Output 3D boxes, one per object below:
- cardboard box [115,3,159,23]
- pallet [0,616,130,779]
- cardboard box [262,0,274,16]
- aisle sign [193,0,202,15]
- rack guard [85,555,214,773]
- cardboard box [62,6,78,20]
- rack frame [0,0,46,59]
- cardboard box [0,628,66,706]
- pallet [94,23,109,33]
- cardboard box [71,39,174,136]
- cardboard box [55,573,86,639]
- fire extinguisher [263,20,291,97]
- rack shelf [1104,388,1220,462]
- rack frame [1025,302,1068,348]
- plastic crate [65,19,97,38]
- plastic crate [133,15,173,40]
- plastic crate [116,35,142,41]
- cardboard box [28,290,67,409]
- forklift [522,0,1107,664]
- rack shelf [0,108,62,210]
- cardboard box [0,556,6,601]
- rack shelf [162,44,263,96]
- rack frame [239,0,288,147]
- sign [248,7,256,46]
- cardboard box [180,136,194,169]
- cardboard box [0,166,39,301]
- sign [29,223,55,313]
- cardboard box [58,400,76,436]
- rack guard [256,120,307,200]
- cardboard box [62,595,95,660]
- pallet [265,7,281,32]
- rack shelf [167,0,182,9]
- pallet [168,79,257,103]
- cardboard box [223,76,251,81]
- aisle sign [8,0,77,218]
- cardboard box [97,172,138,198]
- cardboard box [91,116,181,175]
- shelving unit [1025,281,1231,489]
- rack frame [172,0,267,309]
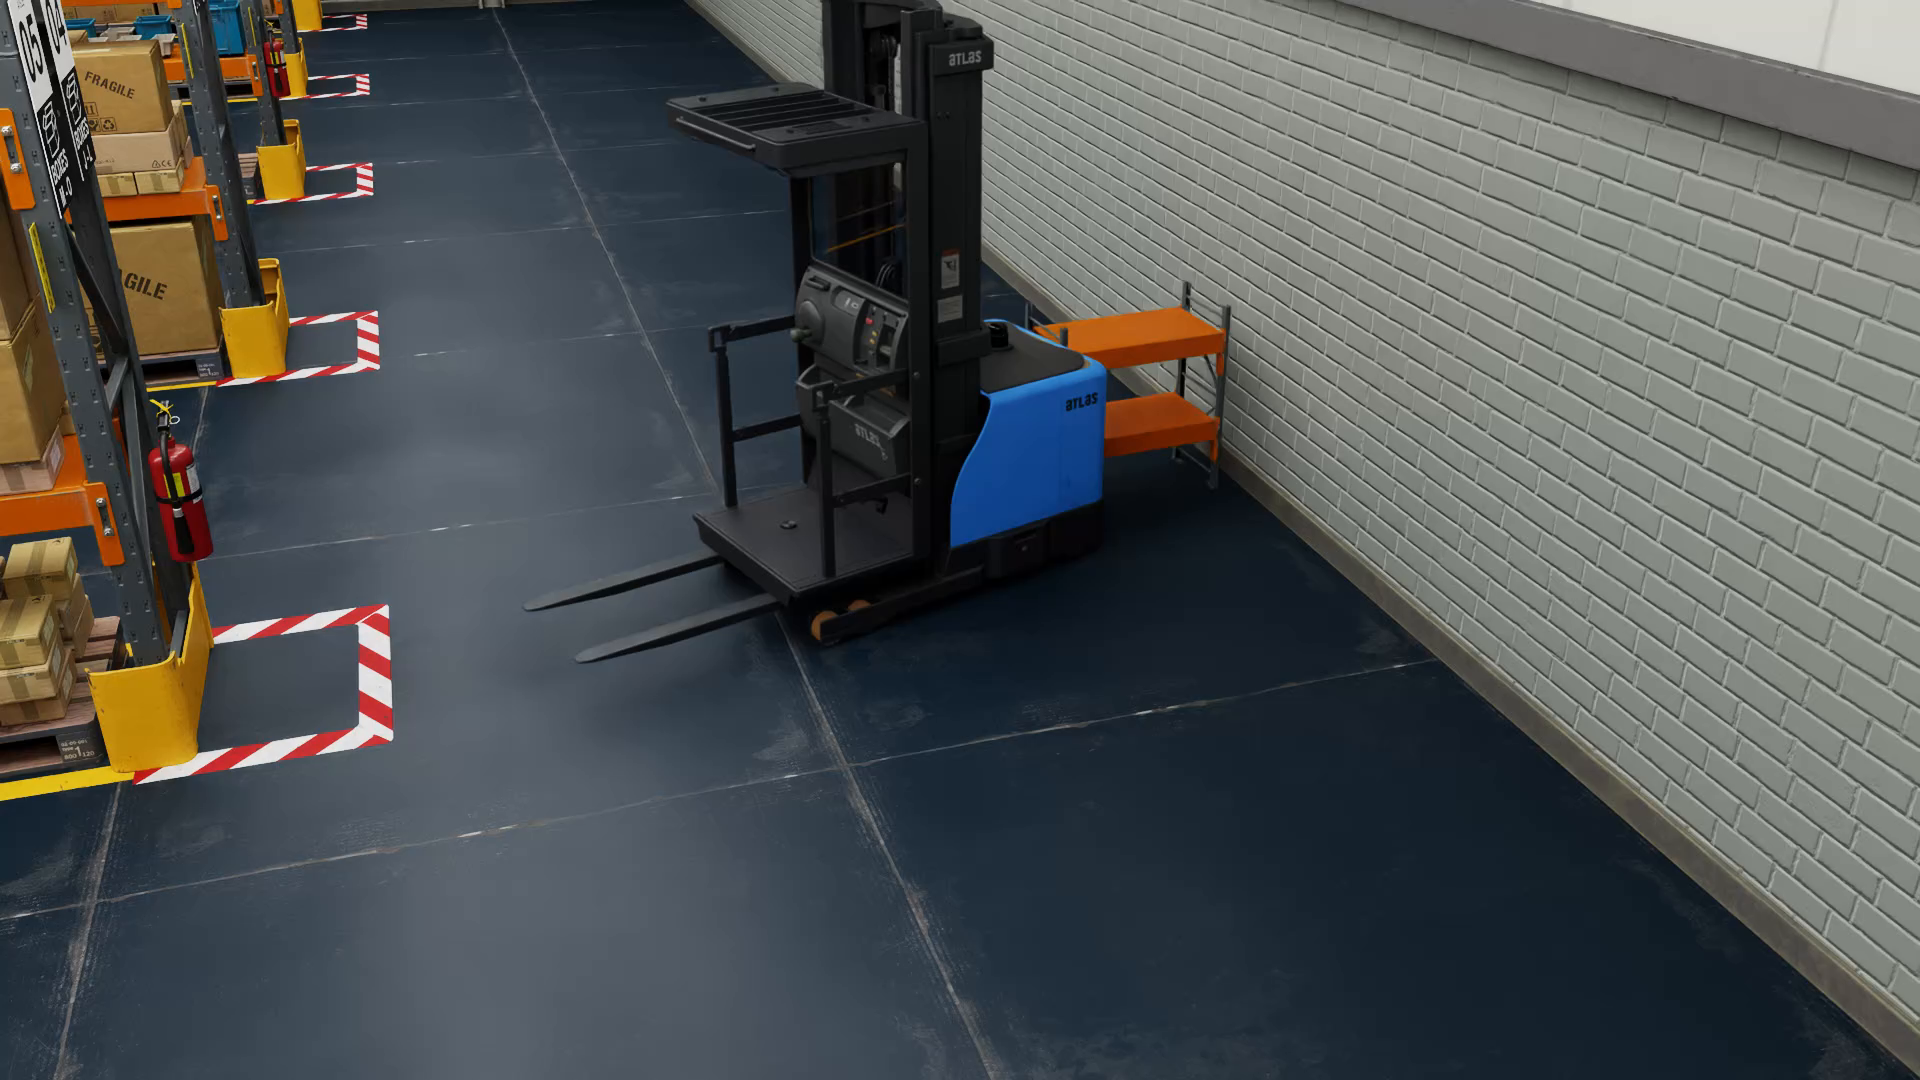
[{"bbox_3d":[-11.758,-7.714,23.753,0.500,0.500,0.700,-8,27,-15],"label":"cardboard box"},{"bbox_3d":[-4.479,0.751,7.499,1.213,0.211,1.003,-8,28,-16],"label":"pallet"},{"bbox_3d":[-10.299,-7.929,24.187,0.500,0.500,0.700,-8,28,-16],"label":"cardboard box"},{"bbox_3d":[-4.902,-3.764,10.534,0.004,0.787,0.394,-8,28,-16],"label":"aisle sign"},{"bbox_3d":[-3.695,0.525,7.630,0.348,0.500,1.175,-8,28,-16],"label":"rack guard"},{"bbox_3d":[-12.725,-7.576,23.476,0.500,0.500,0.700,-8,27,-15],"label":"cardboard box"},{"bbox_3d":[-3.623,-3.292,5.761,0.127,3.000,1.000,-8,28,-16],"label":"rack frame"},{"bbox_3d":[-4.037,0.544,7.180,0.250,0.149,0.380,-9,28,-17],"label":"cardboard box"},{"bbox_3d":[-12.721,-7.271,23.658,1.213,0.211,1.003,-8,28,-16],"label":"pallet"},{"bbox_3d":[-5.445,-2.940,10.789,0.500,0.500,0.500,-8,27,-15],"label":"cardboard box"},{"bbox_3d":[-4.201,0.314,7.643,0.250,0.149,0.380,-7,27,-14],"label":"cardboard box"},{"bbox_3d":[-6.313,-4.437,15.321,0.183,0.674,0.296,-8,28,-16],"label":"fire extinguisher"},{"bbox_3d":[0.950,-0.608,9.761,1.000,0.278,0.538,-10,28,-20],"label":"rack shelf"},{"bbox_3d":[0.480,-0.741,9.478,0.032,1.125,0.500,-10,28,-20],"label":"rack frame"},{"bbox_3d":[-8.186,-4.686,15.436,0.300,0.233,0.416,-8,28,-16],"label":"plastic crate"},{"bbox_3d":[-7.560,-4.777,15.619,0.300,0.233,0.416,-8,28,-16],"label":"plastic crate"},{"bbox_3d":[-7.596,-4.496,15.163,0.243,0.136,0.396,-8,28,-16],"label":"plastic crate"},{"bbox_3d":[-4.136,-0.838,7.118,0.500,0.500,0.500,-7,27,-14],"label":"cardboard box"},{"bbox_3d":[-0.708,-1.061,8.092,3.031,2.935,1.130,-18,31,-31],"label":"forklift"},{"bbox_3d":[-5.525,-1.351,6.034,4.000,0.370,1.077,-8,28,-16],"label":"rack shelf"},{"bbox_3d":[-4.451,0.235,7.469,0.250,0.149,0.380,-8,27,-15],"label":"cardboard box"},{"bbox_3d":[-8.499,-4.213,15.171,4.000,0.370,1.077,-8,28,-16],"label":"rack shelf"},{"bbox_3d":[-6.597,-4.810,15.566,0.127,3.000,1.000,-8,28,-16],"label":"rack frame"},{"bbox_3d":[-6.411,-4.653,15.066,0.005,0.325,0.100,-8,28,-16],"label":"sign"},{"bbox_3d":[-5.503,-2.694,11.586,0.250,0.149,0.380,-8,27,-16],"label":"cardboard box"},{"bbox_3d":[-4.132,-1.281,6.886,0.500,0.500,0.500,-8,28,-16],"label":"cardboard box"},{"bbox_3d":[-3.470,-1.028,6.289,0.005,0.325,0.100,-8,28,-16],"label":"sign"},{"bbox_3d":[-4.033,-0.586,7.341,0.250,0.149,0.380,-8,28,-17],"label":"cardboard box"},{"bbox_3d":[-6.578,-3.699,16.139,0.348,0.500,1.175,-8,28,-16],"label":"rack guard"},{"bbox_3d":[-4.220,0.421,7.763,0.250,0.149,0.380,-8,27,-15],"label":"cardboard box"},{"bbox_3d":[-10.401,-7.607,24.335,1.213,0.211,1.003,-8,28,-16],"label":"pallet"},{"bbox_3d":[-6.965,-3.462,10.286,4.000,0.370,1.077,-8,28,-16],"label":"rack shelf"},{"bbox_3d":[-8.957,-5.535,20.163,1.213,0.211,1.003,-8,28,-16],"label":"pallet"},{"bbox_3d":[-8.568,-5.803,19.883,0.500,0.500,0.500,-8,28,-16],"label":"cardboard box"},{"bbox_3d":[-3.461,-1.653,6.282,0.004,0.787,0.394,-8,28,-16],"label":"aisle sign"},{"bbox_3d":[-5.546,-2.379,10.951,0.250,0.149,0.380,-8,27,-16],"label":"cardboard box"},{"bbox_3d":[-5.442,-2.603,10.954,0.500,0.250,0.500,-9,28,-17],"label":"cardboard box"},{"bbox_3d":[0.950,-0.827,9.652,1.048,1.125,0.538,-10,28,-20],"label":"shelving unit"},{"bbox_3d":[-5.063,-2.716,11.348,0.127,3.000,1.000,-8,28,-16],"label":"rack frame"}]
